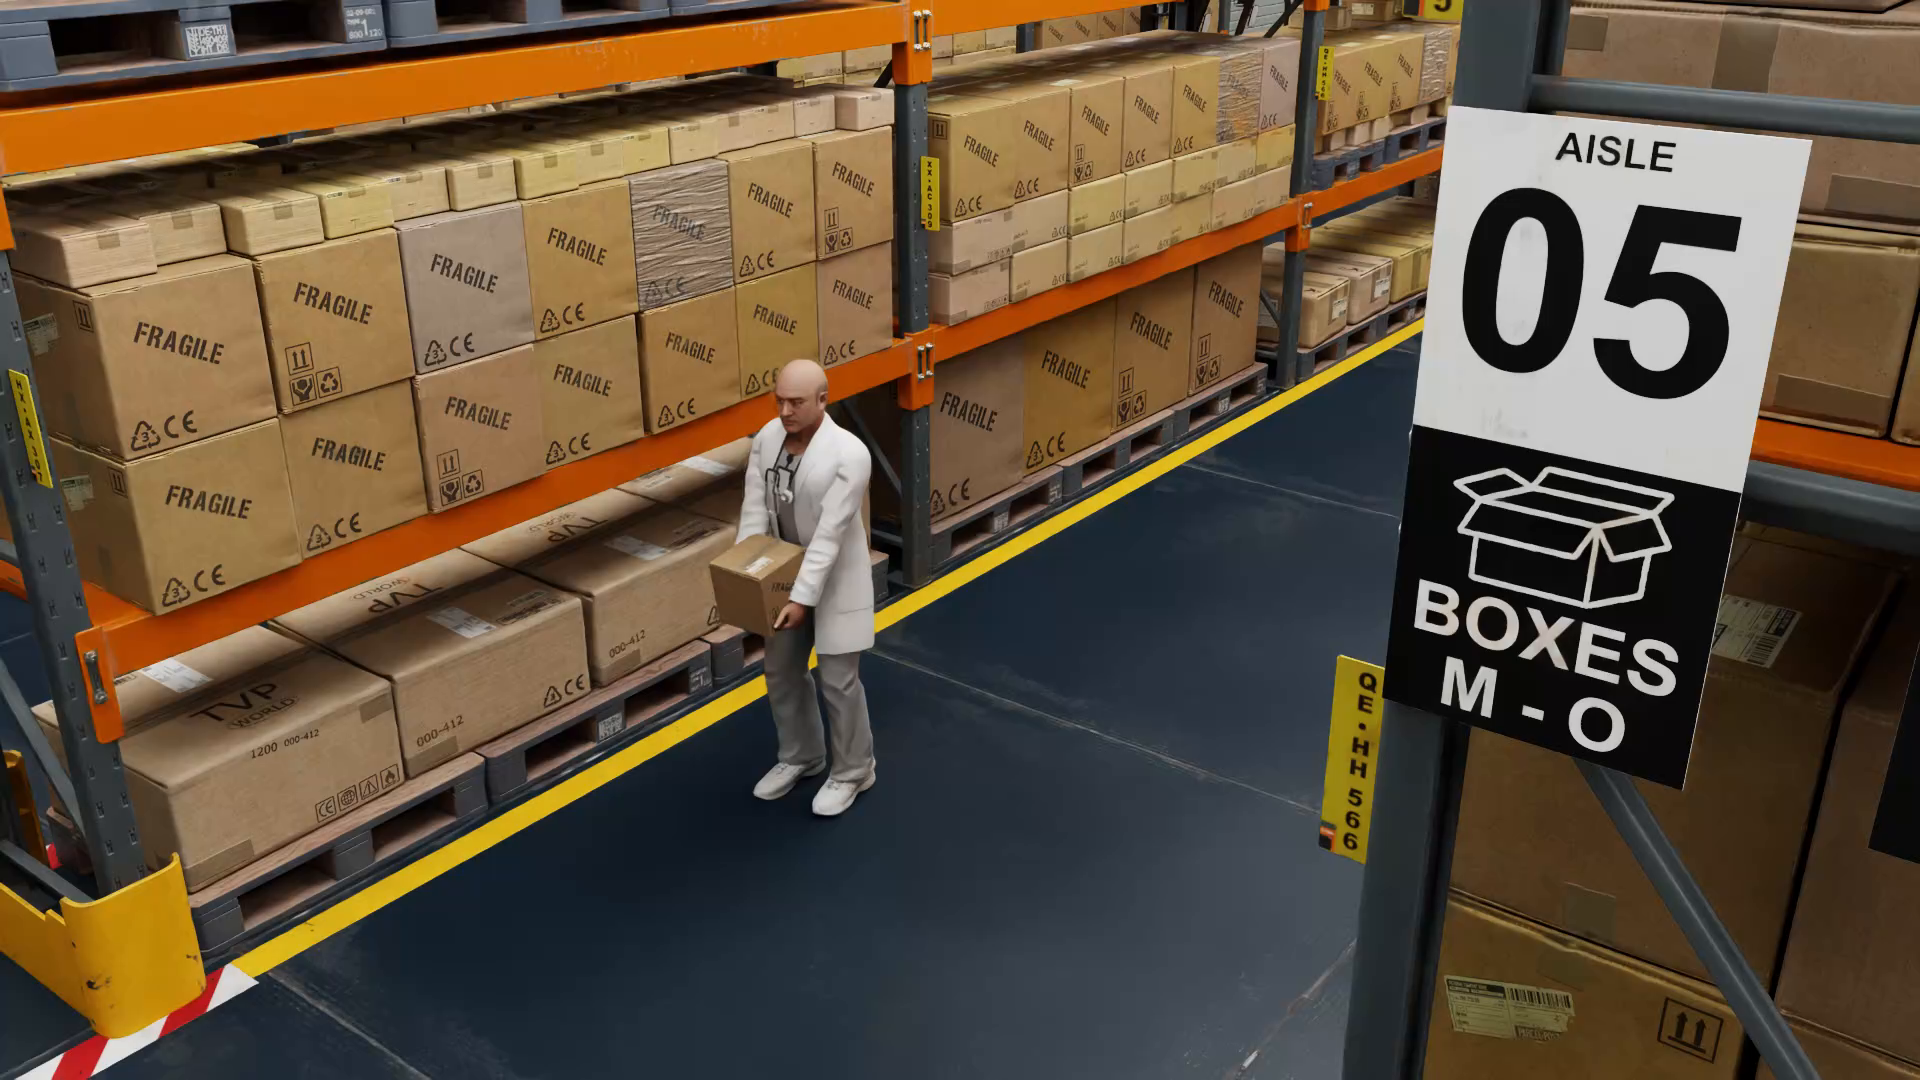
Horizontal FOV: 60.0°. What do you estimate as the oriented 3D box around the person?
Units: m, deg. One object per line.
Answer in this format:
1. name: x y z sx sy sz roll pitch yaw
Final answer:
1. person: -0.595 0.191 6.186 0.527 1.774 0.573 16 28 32
